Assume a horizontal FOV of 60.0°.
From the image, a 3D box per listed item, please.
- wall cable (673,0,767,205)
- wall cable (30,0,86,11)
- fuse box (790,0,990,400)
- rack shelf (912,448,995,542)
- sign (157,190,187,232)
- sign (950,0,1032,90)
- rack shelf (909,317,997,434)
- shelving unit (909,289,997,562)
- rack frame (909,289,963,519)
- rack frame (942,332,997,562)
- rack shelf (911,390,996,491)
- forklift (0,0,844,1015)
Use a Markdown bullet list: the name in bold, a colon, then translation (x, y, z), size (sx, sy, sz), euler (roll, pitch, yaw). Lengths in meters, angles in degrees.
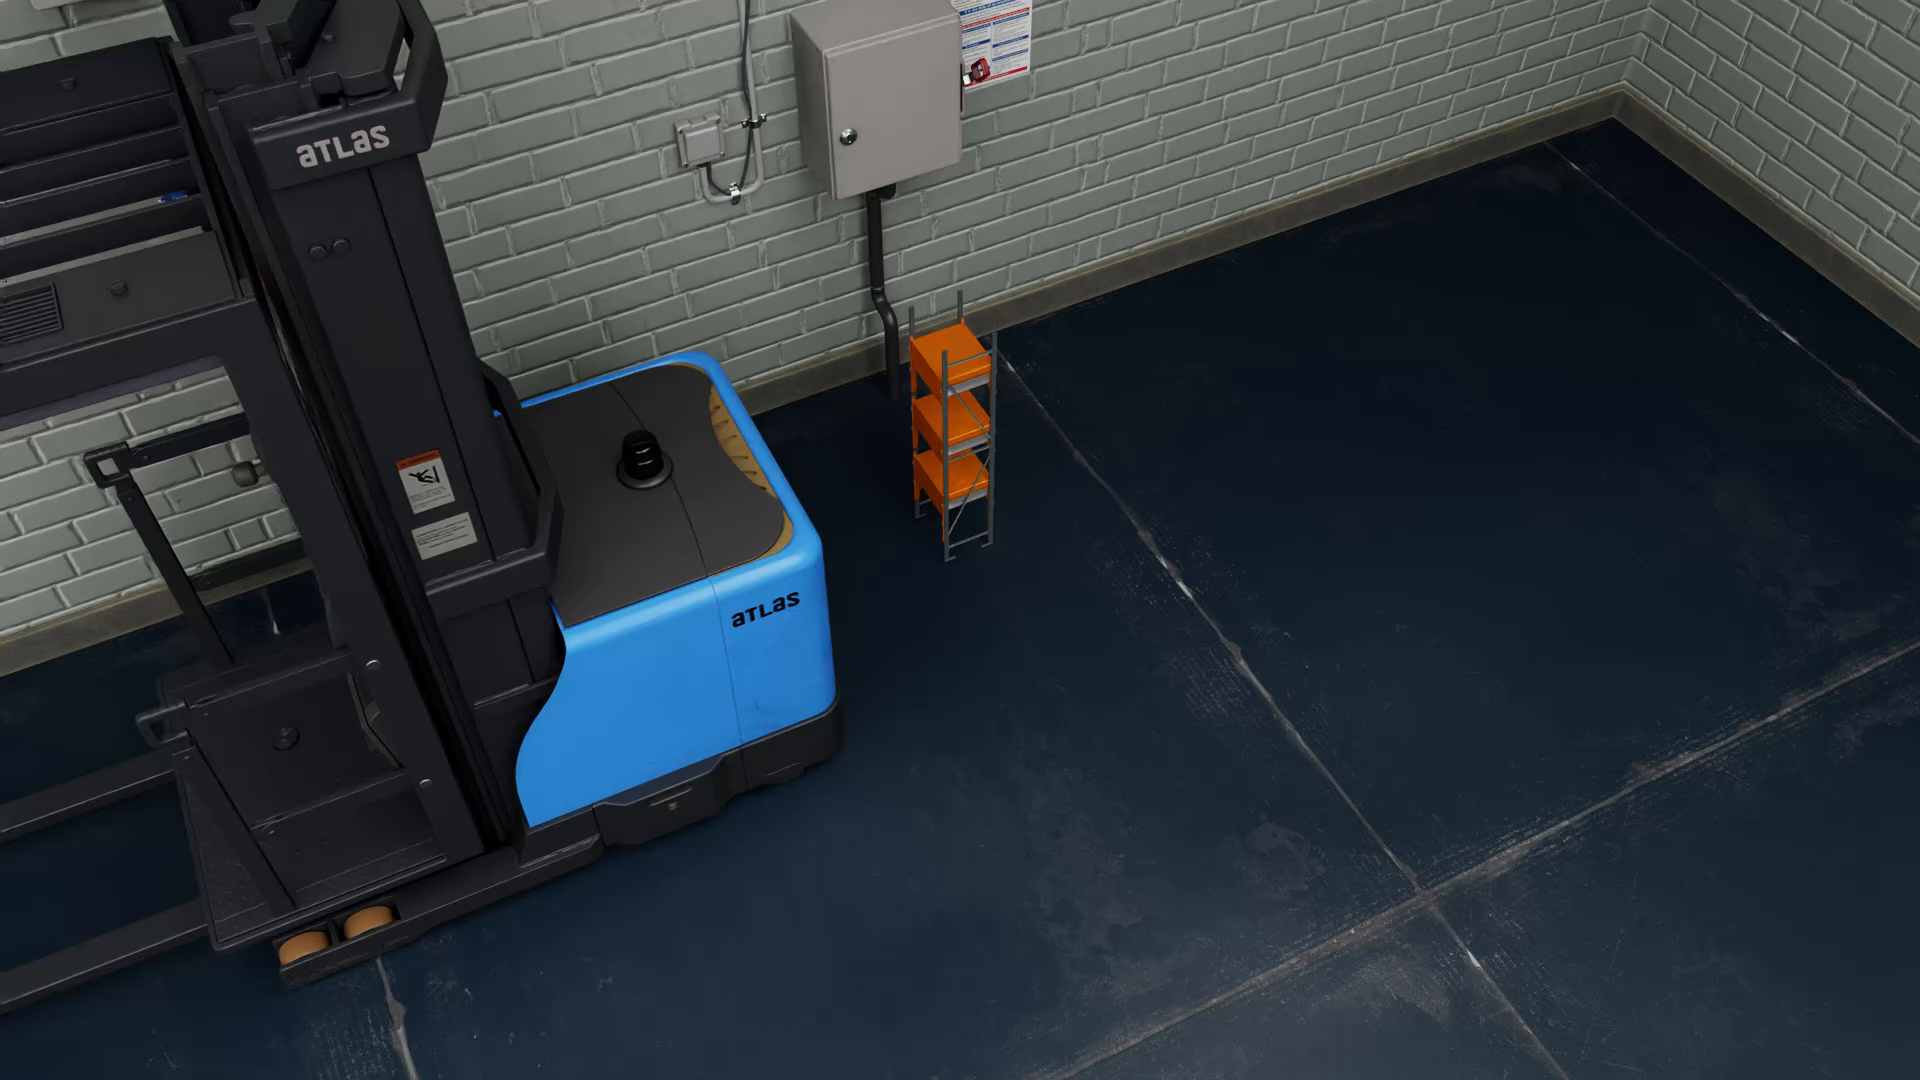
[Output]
- **wall cable**: translation (-0.911, -1.774, 5.134), size (0.588, 1.984, 0.122), euler (-21, 52, -18)
- **wall cable**: translation (-2.166, -1.288, 4.688), size (0.585, 1.953, 0.123), euler (-21, 52, -18)
- **fuse box**: translation (-0.232, -1.145, 6.114), size (0.539, 1.711, 0.414), euler (-21, 52, -18)
- **rack shelf**: translation (-0.024, -0.192, 6.103), size (0.215, 0.259, 0.240), euler (-21, 52, -18)
- **sign**: translation (-2.237, -1.056, 5.002), size (0.327, 0.218, 0.001), euler (-21, 52, -18)
- **sign**: translation (0.113, -1.846, 5.935), size (0.329, 0.494, 0.001), euler (-21, 52, -18)
- **rack shelf**: translation (-0.024, -0.561, 5.681), size (0.215, 0.259, 0.240), euler (-21, 52, -18)
- **shelving unit**: translation (-0.024, -0.381, 5.886), size (0.215, 1.050, 0.252), euler (-21, 52, -18)
- **rack frame**: translation (-0.080, -0.463, 5.958), size (0.200, 1.050, 0.008), euler (-21, 52, -18)
- **rack frame**: translation (0.031, -0.300, 5.815), size (0.200, 1.050, 0.008), euler (-21, 52, -18)
- **rack shelf**: translation (-0.024, -0.374, 5.894), size (0.215, 0.259, 0.240), euler (-21, 52, -18)
- **forklift**: translation (-1.943, -0.077, 4.370), size (3.031, 2.935, 1.130), euler (-20, 52, -17)
